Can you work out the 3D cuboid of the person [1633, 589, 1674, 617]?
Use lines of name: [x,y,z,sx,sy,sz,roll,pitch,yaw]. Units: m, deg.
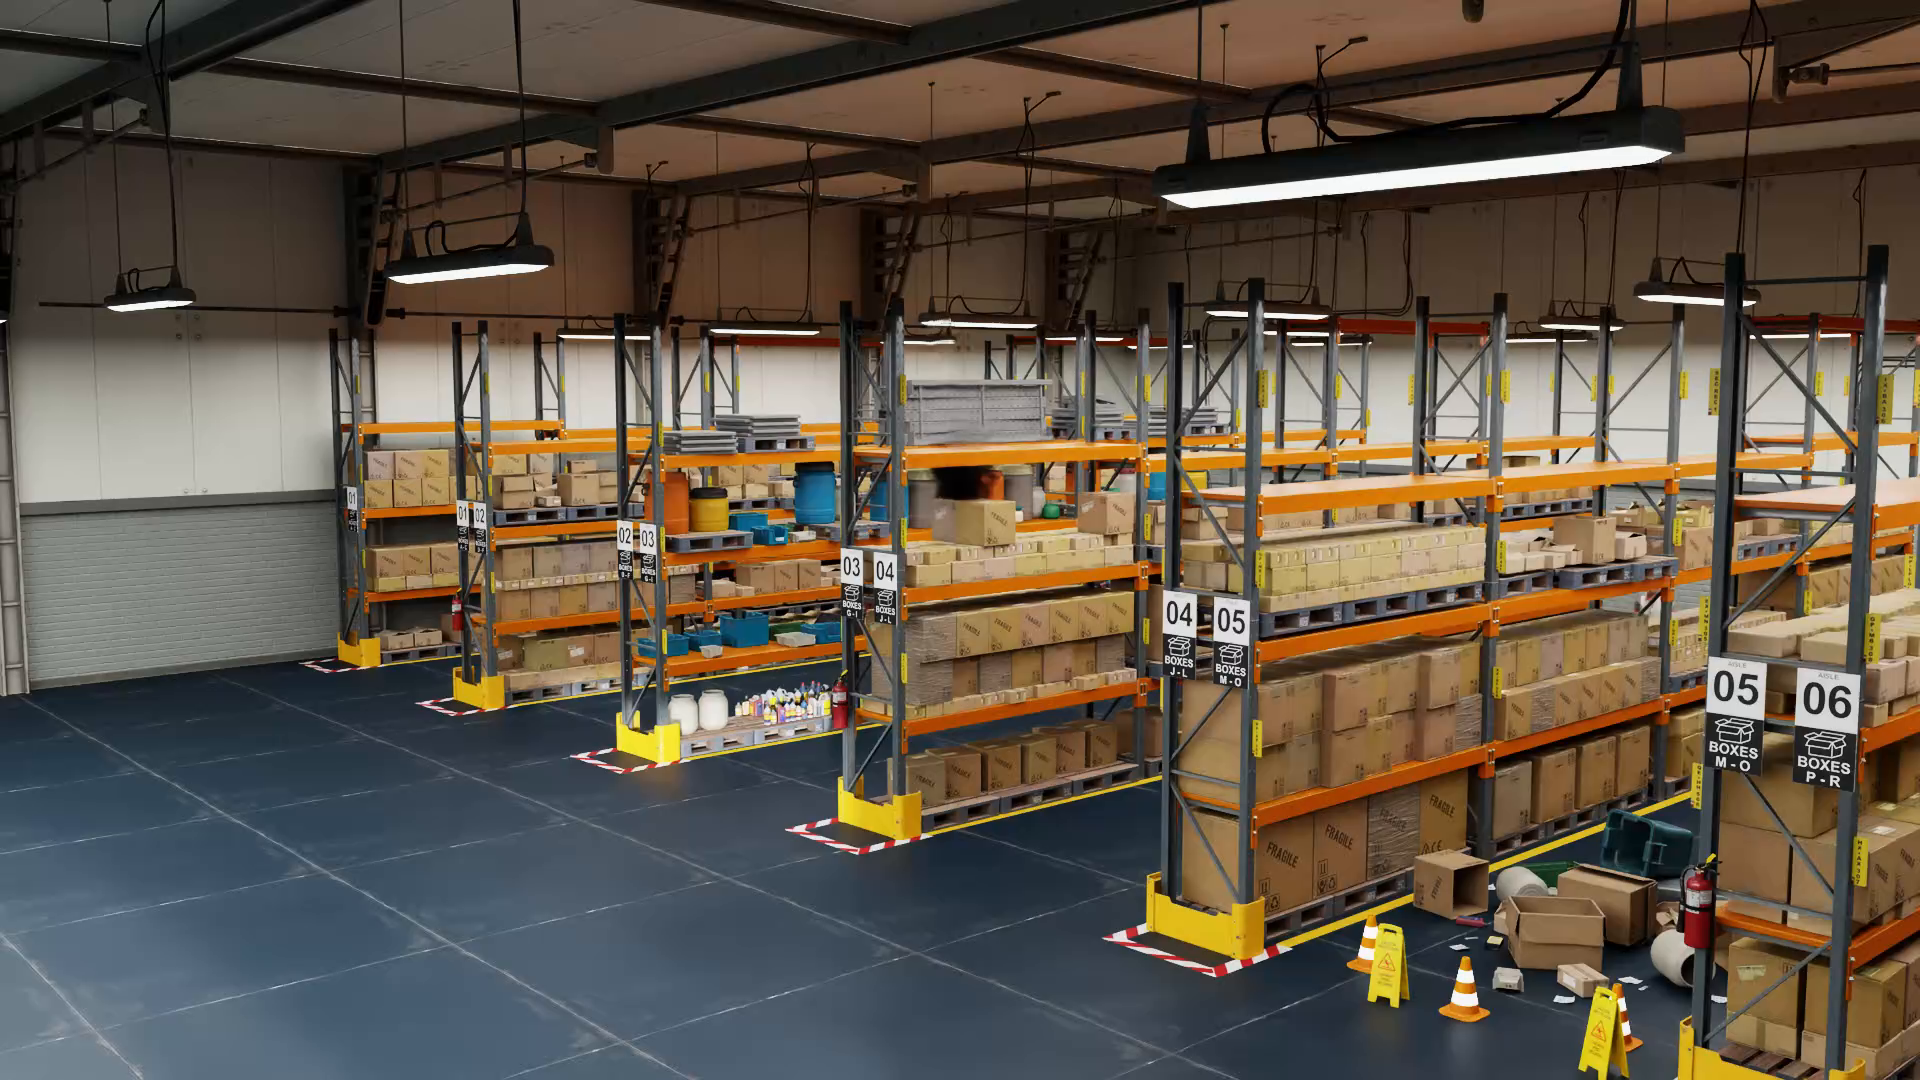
person: [11.579,1.536,27.817,0.670,1.766,0.894,3,7,31]
